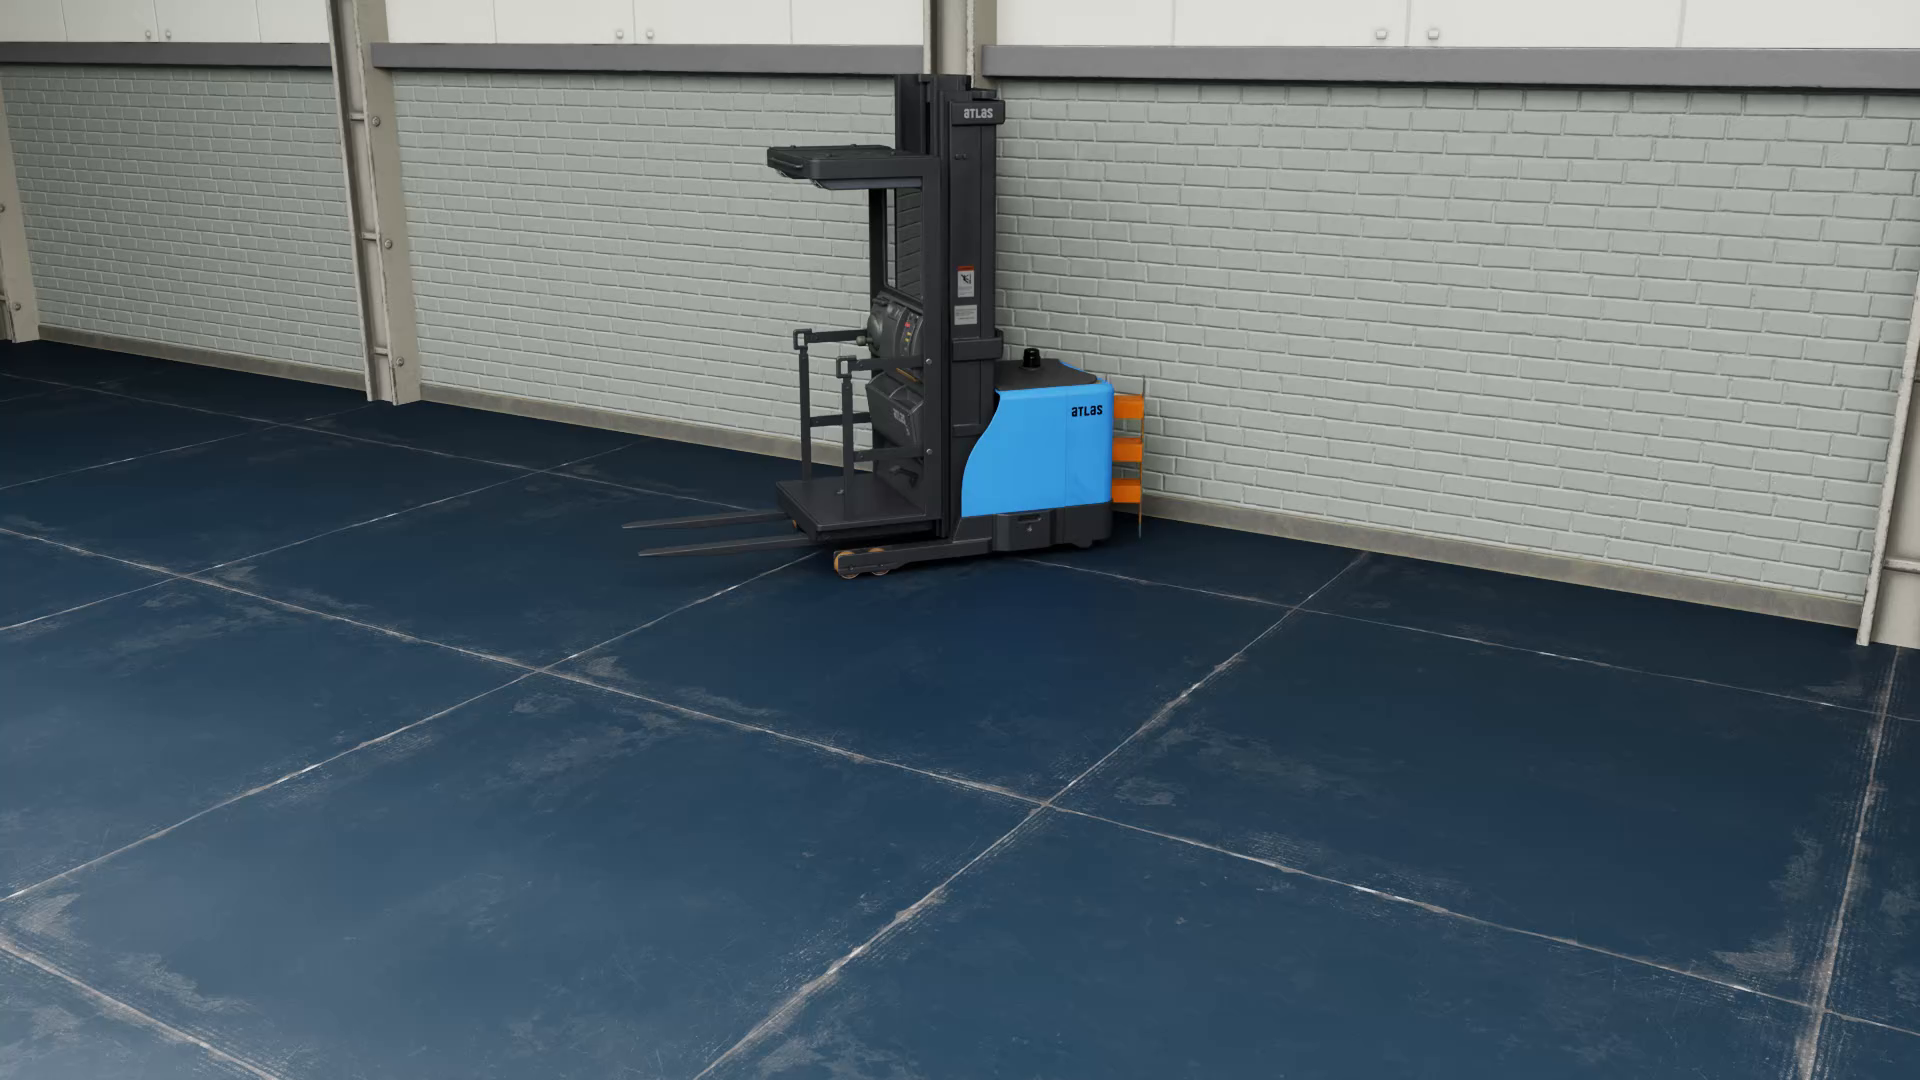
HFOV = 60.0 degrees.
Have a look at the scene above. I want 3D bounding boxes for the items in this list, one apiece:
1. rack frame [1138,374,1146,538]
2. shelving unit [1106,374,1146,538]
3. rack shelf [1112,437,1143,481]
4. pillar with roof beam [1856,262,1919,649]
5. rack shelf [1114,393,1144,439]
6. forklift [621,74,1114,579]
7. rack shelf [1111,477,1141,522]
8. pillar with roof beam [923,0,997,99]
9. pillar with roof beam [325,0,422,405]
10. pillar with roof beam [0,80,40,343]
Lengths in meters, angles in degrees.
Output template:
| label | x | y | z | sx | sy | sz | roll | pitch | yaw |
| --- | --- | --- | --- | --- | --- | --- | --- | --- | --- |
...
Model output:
| label | x | y | z | sx | sy | sz | roll | pitch | yaw |
| --- | --- | --- | --- | --- | --- | --- | --- | --- | --- |
| rack frame | 1.190 | -0.547 | 10.875 | 0.008 | 1.050 | 0.200 | 1 | 17 | 4 |
| shelving unit | 1.068 | -0.549 | 10.883 | 0.252 | 1.050 | 0.215 | 1 | 17 | 4 |
| rack shelf | 1.068 | -0.539 | 10.886 | 0.240 | 0.259 | 0.215 | 1 | 17 | 4 |
| pillar with roof beam | 2.860 | -2.683 | 4.232 | 0.400 | 9.000 | 9.100 | 10 | 20 | 30 |
| rack shelf | 1.068 | -0.811 | 10.804 | 0.240 | 0.259 | 0.215 | 1 | 17 | 4 |
| forklift | -0.587 | -1.340 | 10.250 | 3.031 | 2.935 | 1.130 | -6 | 18 | -19 |
| rack shelf | 1.068 | -0.273 | 10.967 | 0.240 | 0.259 | 0.215 | 1 | 17 | 4 |
| pillar with roof beam | -2.253 | -3.596 | 7.237 | 0.400 | 9.000 | 9.100 | 10 | 20 | 30 |
| pillar with roof beam | -7.366 | -4.509 | 10.241 | 0.400 | 9.000 | 9.100 | 10 | 20 | 30 |
| pillar with roof beam | -12.478 | -5.421 | 13.246 | 0.400 | 9.000 | 9.100 | 10 | 20 | 30 |
